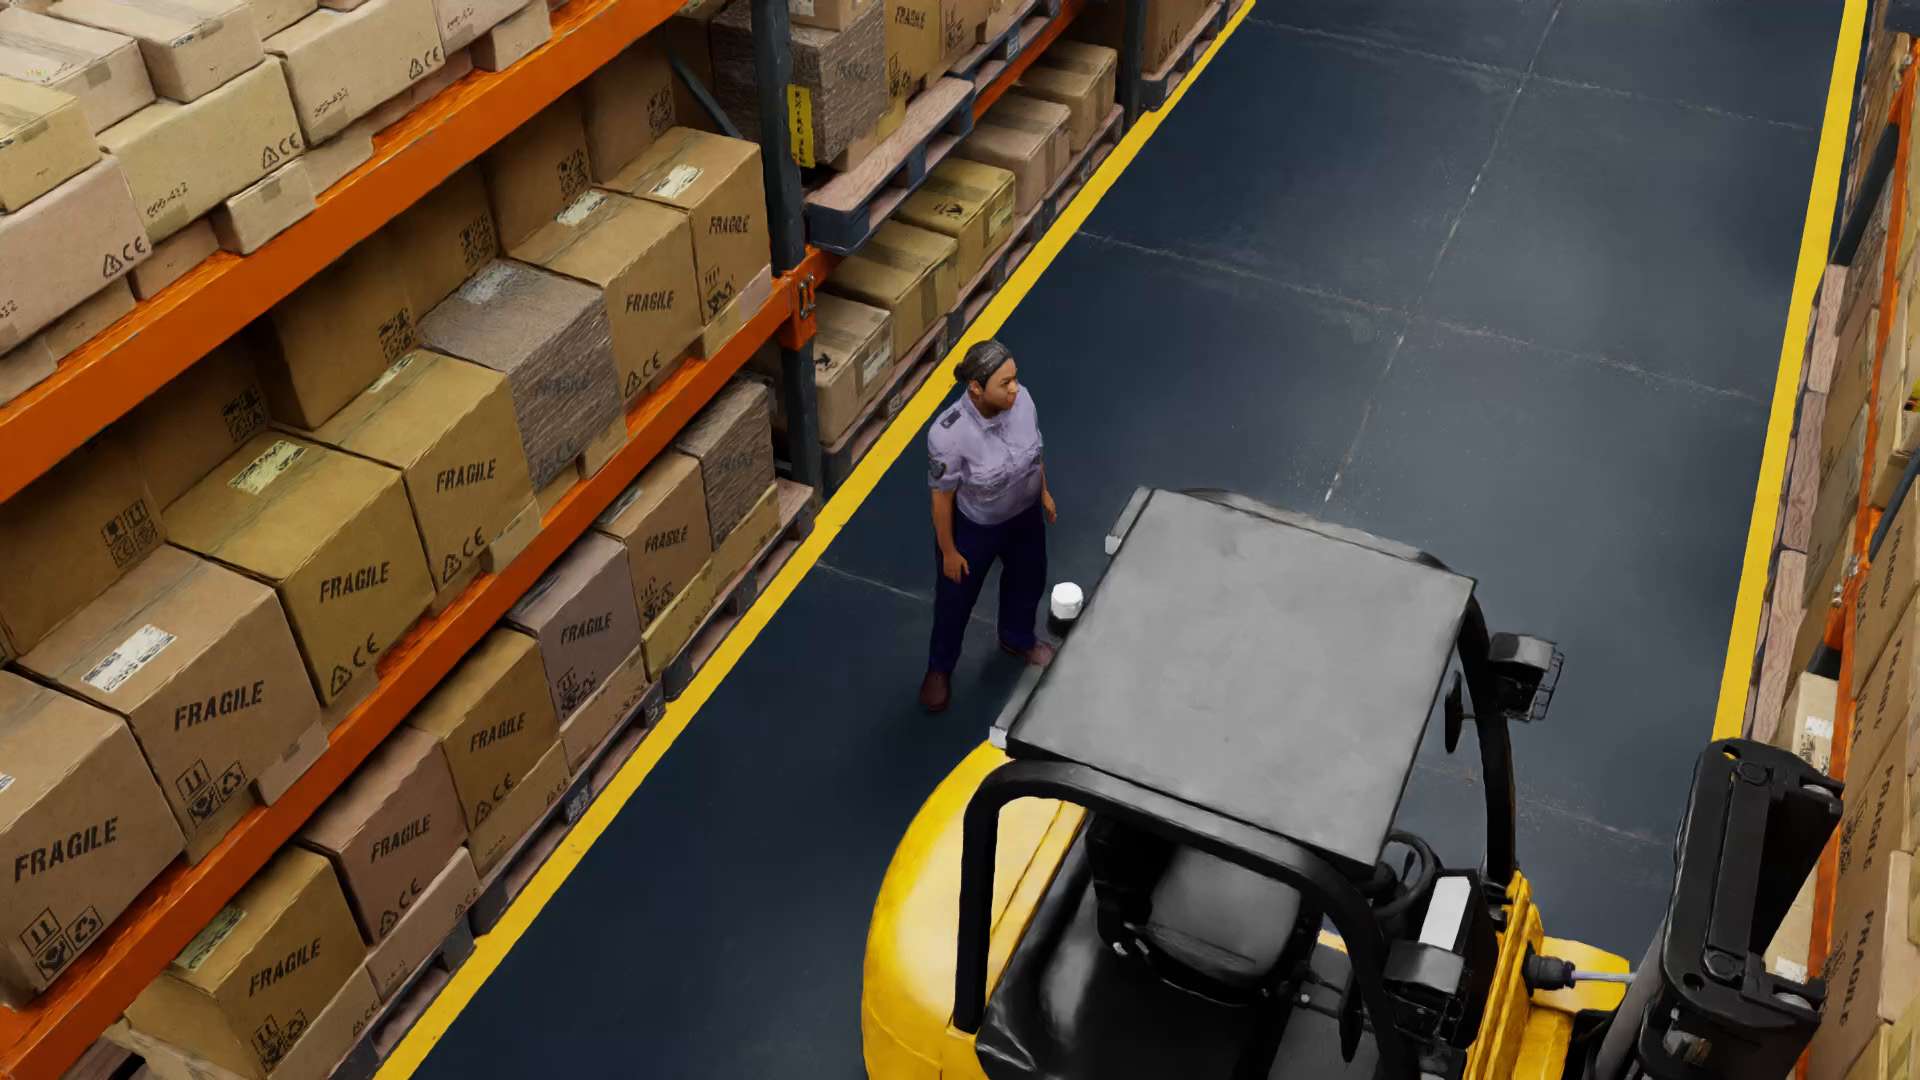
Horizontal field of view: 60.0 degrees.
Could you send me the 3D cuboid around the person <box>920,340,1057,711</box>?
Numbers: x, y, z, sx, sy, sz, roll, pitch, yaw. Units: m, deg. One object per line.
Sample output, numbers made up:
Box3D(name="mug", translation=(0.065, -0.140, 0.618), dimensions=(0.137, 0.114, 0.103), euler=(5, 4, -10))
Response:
Box3D(name="person", translation=(0.099, -0.063, 6.209), dimensions=(0.600, 1.656, 0.376), euler=(-27, 49, -27))
